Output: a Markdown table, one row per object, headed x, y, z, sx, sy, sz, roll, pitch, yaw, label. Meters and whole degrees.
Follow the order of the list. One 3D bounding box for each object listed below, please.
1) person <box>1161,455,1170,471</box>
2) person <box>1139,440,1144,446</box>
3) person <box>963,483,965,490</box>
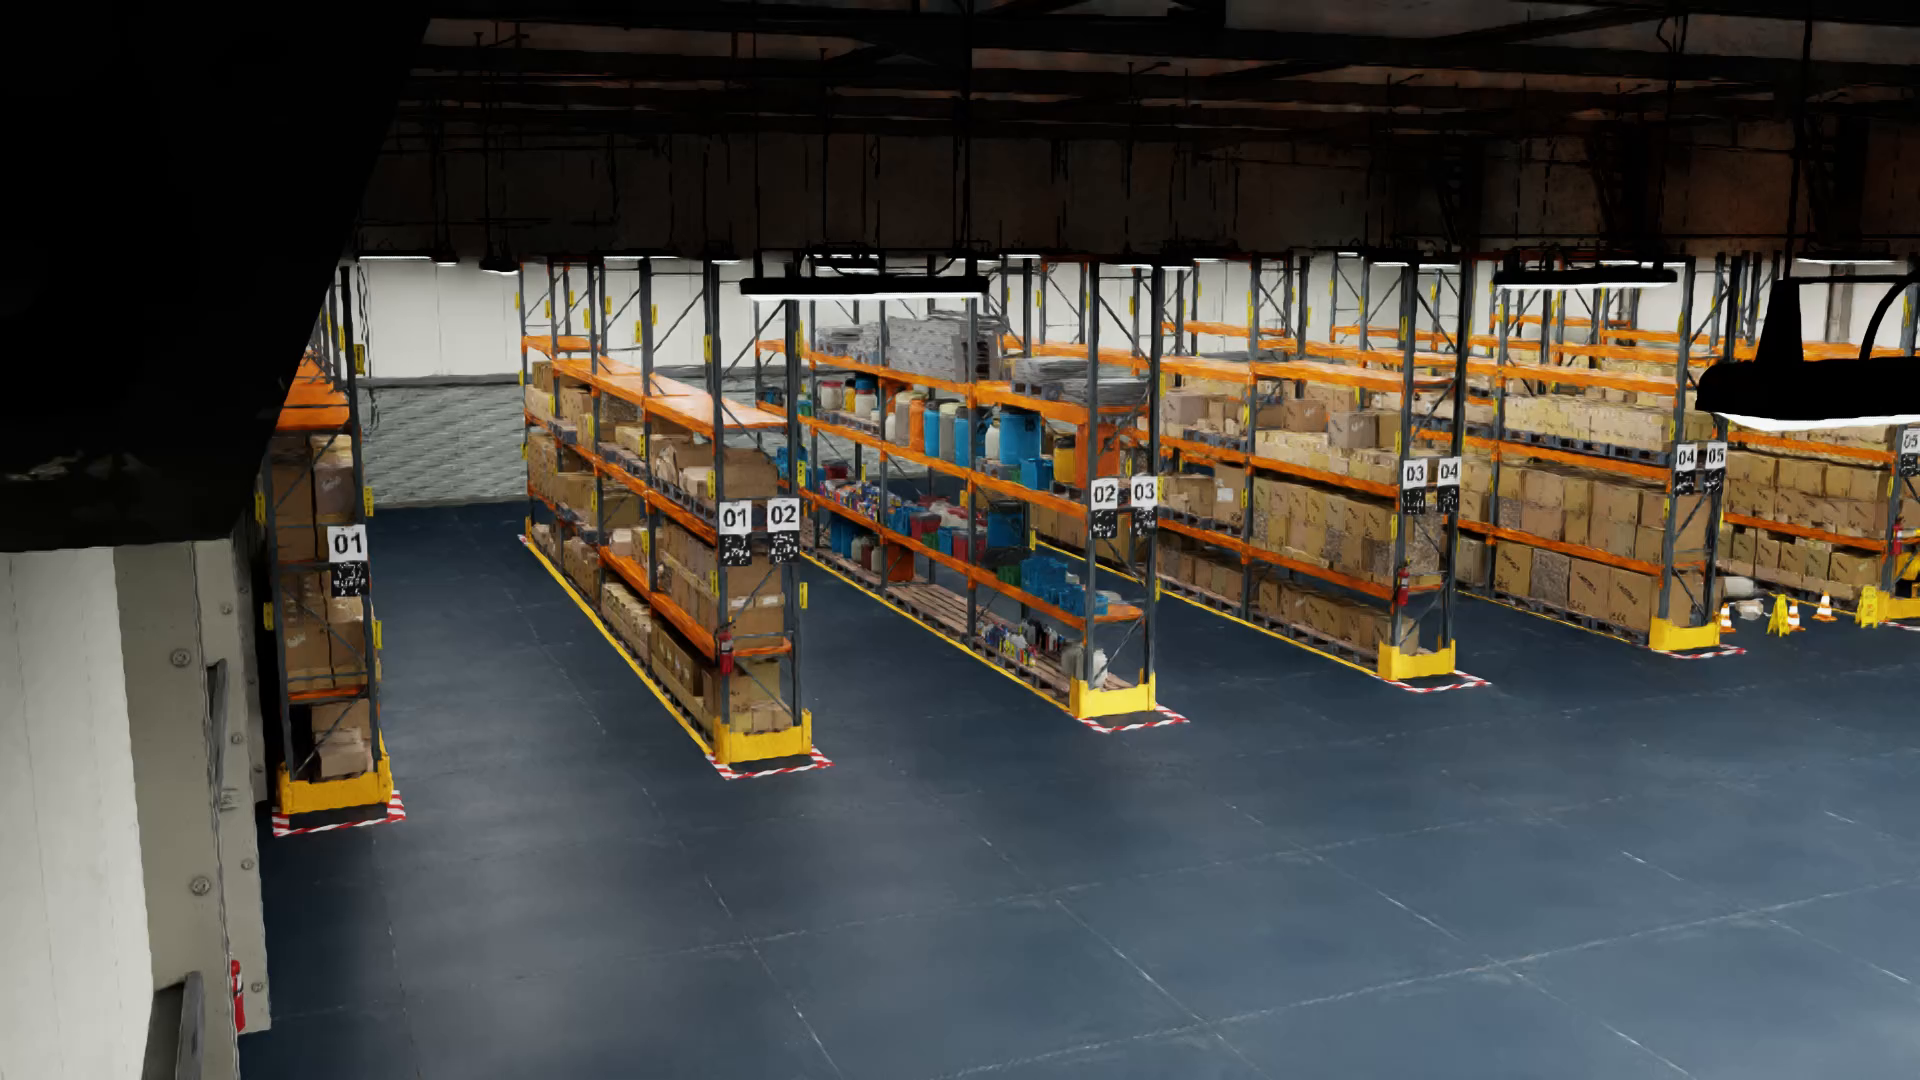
| x | y | z | sx | sy | sz | roll | pitch | yaw | label |
| --- | --- | --- | --- | --- | --- | --- | --- | --- | --- |
| 5.095 | -2.105 | 42.132 | 0.509 | 1.601 | 0.465 | 8 | 13 | 35 | person |
| 4.103 | -1.491 | 38.579 | 0.677 | 1.674 | 0.534 | -5 | 11 | -24 | person |
| 0.353 | -1.722 | 39.756 | 0.596 | 1.657 | 0.577 | 4 | 11 | 21 | person |
